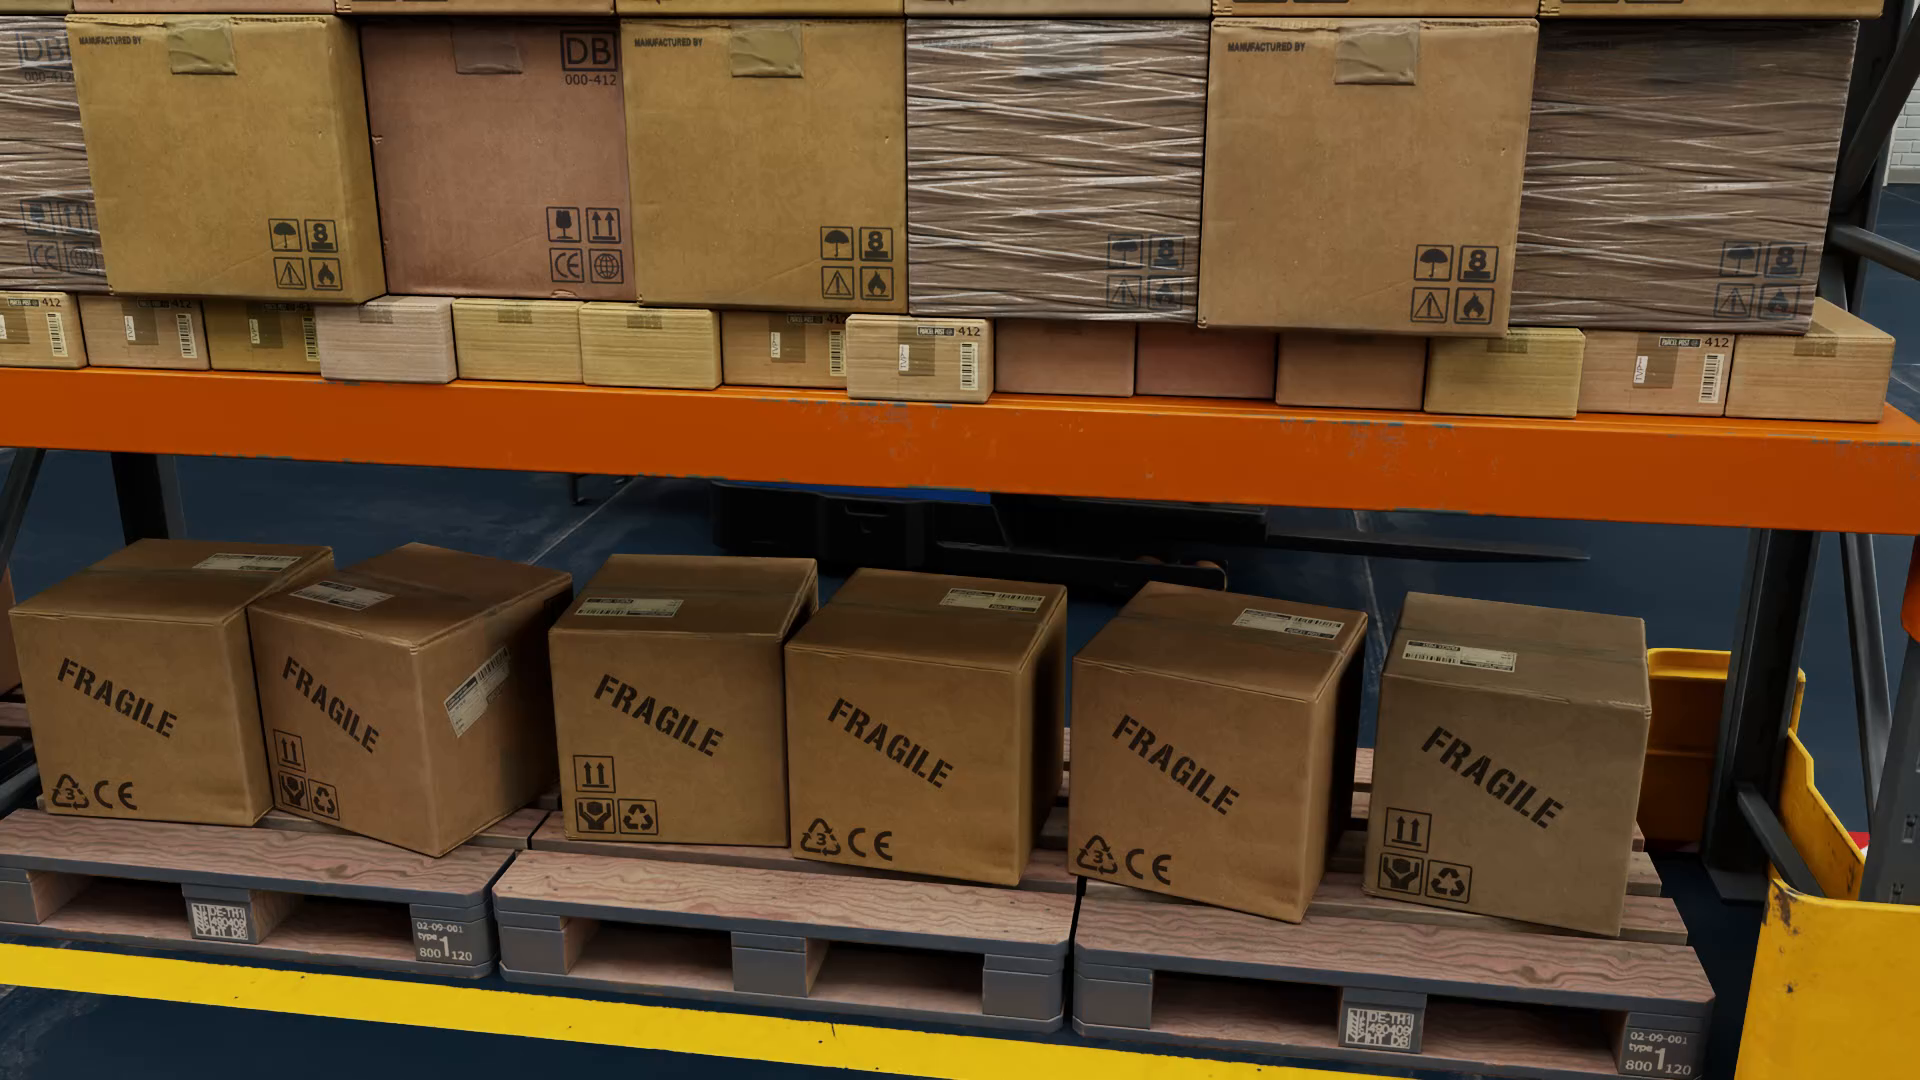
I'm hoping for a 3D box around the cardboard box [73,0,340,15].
[{"bbox_3d":[-1.287,-1.235,3.066,0.500,0.500,0.500,3,19,9],"label":"cardboard box"}]

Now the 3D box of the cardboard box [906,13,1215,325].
[{"bbox_3d":[0.226,-0.750,3.189,0.500,0.500,0.875,3,19,9],"label":"cardboard box"}]

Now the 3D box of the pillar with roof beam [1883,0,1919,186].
[{"bbox_3d":[8.816,-6.670,12.056,0.400,9.000,9.100,3,19,9],"label":"pillar with roof beam"}]

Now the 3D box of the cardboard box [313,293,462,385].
[{"bbox_3d":[-1.036,-0.420,3.227,0.250,0.149,0.380,3,19,9],"label":"cardboard box"}]

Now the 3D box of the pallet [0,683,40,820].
[{"bbox_3d":[-2.954,0.584,4.225,1.213,0.211,1.003,3,19,9],"label":"pallet"}]

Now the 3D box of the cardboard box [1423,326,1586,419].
[{"bbox_3d":[0.948,-0.338,2.983,0.250,0.149,0.380,3,19,9],"label":"cardboard box"}]

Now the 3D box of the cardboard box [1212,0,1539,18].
[{"bbox_3d":[0.687,-1.135,2.765,0.500,0.500,0.500,3,19,9],"label":"cardboard box"}]

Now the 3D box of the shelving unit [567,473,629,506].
[{"bbox_3d":[-1.157,-0.866,6.527,0.755,1.500,0.431,7,20,21],"label":"shelving unit"}]

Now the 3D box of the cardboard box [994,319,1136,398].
[{"bbox_3d":[0.213,-0.387,3.128,0.250,0.149,0.380,3,19,9],"label":"cardboard box"}]

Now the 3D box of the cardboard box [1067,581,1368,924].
[{"bbox_3d":[0.555,0.432,3.563,0.500,0.500,0.500,8,20,23],"label":"cardboard box"}]

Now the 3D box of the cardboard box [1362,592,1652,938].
[{"bbox_3d":[1.150,0.451,3.505,0.500,0.500,0.500,7,20,19],"label":"cardboard box"}]

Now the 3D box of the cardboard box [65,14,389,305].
[{"bbox_3d":[-1.263,-0.810,3.370,0.500,0.500,0.875,3,19,9],"label":"cardboard box"}]

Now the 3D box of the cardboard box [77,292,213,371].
[{"bbox_3d":[-1.525,-0.455,3.332,0.250,0.149,0.380,3,19,9],"label":"cardboard box"}]

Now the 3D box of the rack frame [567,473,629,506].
[{"bbox_3d":[-1.496,-0.910,6.660,0.023,1.500,0.400,7,20,21],"label":"rack frame"}]

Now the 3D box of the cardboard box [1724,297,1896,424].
[{"bbox_3d":[1.450,-0.329,2.955,0.250,0.149,0.380,3,19,9],"label":"cardboard box"}]

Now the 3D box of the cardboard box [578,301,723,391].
[{"bbox_3d":[-0.537,-0.404,3.180,0.250,0.149,0.380,3,19,9],"label":"cardboard box"}]

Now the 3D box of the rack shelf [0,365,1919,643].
[{"bbox_3d":[-0.210,-0.258,3.481,4.000,0.370,1.077,3,19,9],"label":"rack shelf"}]

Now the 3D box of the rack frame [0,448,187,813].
[{"bbox_3d":[-2.185,-0.700,3.667,0.127,3.000,1.000,3,19,9],"label":"rack frame"}]

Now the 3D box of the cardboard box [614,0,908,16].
[{"bbox_3d":[-0.298,-1.188,2.925,0.500,0.500,0.500,3,19,9],"label":"cardboard box"}]

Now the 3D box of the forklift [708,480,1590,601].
[{"bbox_3d":[0.668,-1.338,5.682,3.031,2.935,1.130,5,19,14],"label":"forklift"}]

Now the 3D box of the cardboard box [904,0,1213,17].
[{"bbox_3d":[0.194,-1.161,2.843,0.500,0.500,0.500,3,19,9],"label":"cardboard box"}]

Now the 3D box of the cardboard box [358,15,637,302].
[{"bbox_3d":[-0.753,-0.816,3.389,0.500,0.500,0.875,3,19,9],"label":"cardboard box"}]

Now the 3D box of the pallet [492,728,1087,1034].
[{"bbox_3d":[-0.308,0.706,3.860,1.213,0.211,1.003,3,19,9],"label":"pallet"}]

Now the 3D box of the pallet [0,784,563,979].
[{"bbox_3d":[-1.516,0.645,4.042,1.213,0.211,1.003,3,19,9],"label":"pallet"}]

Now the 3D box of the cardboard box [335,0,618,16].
[{"bbox_3d":[-0.794,-1.210,2.990,0.500,0.500,0.500,3,19,9],"label":"cardboard box"}]

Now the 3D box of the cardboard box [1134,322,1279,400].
[{"bbox_3d":[0.464,-0.381,3.111,0.250,0.149,0.380,3,19,9],"label":"cardboard box"}]

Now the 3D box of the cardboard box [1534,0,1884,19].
[{"bbox_3d":[1.182,-1.111,2.695,0.500,0.500,0.500,3,19,9],"label":"cardboard box"}]

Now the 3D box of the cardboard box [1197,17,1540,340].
[{"bbox_3d":[0.713,-0.711,3.074,0.500,0.500,0.875,3,19,9],"label":"cardboard box"}]

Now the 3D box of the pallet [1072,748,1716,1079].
[{"bbox_3d":[0.893,0.768,3.675,1.213,0.211,1.003,3,19,9],"label":"pallet"}]

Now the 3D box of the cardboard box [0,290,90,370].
[{"bbox_3d":[-1.776,-0.459,3.343,0.250,0.149,0.380,3,19,9],"label":"cardboard box"}]

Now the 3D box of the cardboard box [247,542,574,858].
[{"bbox_3d":[-1.230,0.346,3.821,0.500,0.500,0.500,9,21,26],"label":"cardboard box"}]

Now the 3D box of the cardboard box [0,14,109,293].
[{"bbox_3d":[-1.751,-0.846,3.479,0.500,0.500,0.875,3,19,9],"label":"cardboard box"}]

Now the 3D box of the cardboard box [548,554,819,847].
[{"bbox_3d":[-0.604,0.352,3.801,0.500,0.500,0.500,1,19,4],"label":"cardboard box"}]

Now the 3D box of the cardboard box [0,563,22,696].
[{"bbox_3d":[-2.788,0.239,4.107,0.500,0.500,0.700,1,19,4],"label":"cardboard box"}]

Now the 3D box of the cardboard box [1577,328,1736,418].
[{"bbox_3d":[1.203,-0.342,2.993,0.250,0.149,0.380,3,19,9],"label":"cardboard box"}]

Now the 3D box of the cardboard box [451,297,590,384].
[{"bbox_3d":[-0.783,-0.420,3.228,0.250,0.149,0.380,3,19,9],"label":"cardboard box"}]

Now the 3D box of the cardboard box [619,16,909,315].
[{"bbox_3d":[-0.266,-0.778,3.276,0.500,0.500,0.875,3,19,9],"label":"cardboard box"}]

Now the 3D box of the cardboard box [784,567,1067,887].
[{"bbox_3d":[-0.060,0.394,3.675,0.500,0.500,0.500,5,19,14],"label":"cardboard box"}]

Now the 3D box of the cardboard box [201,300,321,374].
[{"bbox_3d":[-1.276,-0.445,3.303,0.250,0.149,0.380,3,19,9],"label":"cardboard box"}]

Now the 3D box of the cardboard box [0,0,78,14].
[{"bbox_3d":[-1.781,-1.260,3.140,0.500,0.500,0.500,3,19,9],"label":"cardboard box"}]

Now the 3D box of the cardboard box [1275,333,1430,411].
[{"bbox_3d":[0.704,-0.356,3.035,0.250,0.149,0.380,3,19,9],"label":"cardboard box"}]

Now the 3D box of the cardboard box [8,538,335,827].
[{"bbox_3d":[-1.797,0.319,3.900,0.500,0.500,0.500,2,19,7],"label":"cardboard box"}]

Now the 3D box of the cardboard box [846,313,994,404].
[{"bbox_3d":[-0.048,-0.372,3.082,0.250,0.149,0.380,3,19,9],"label":"cardboard box"}]

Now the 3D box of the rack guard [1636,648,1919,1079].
[{"bbox_3d":[1.689,0.683,3.474,0.348,0.500,1.175,3,19,9],"label":"rack guard"}]

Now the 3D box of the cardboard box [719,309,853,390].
[{"bbox_3d":[-0.283,-0.406,3.185,0.250,0.149,0.380,3,19,9],"label":"cardboard box"}]

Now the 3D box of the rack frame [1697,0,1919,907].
[{"bbox_3d":[1.764,-0.498,3.066,0.127,3.000,1.000,3,19,9],"label":"rack frame"}]

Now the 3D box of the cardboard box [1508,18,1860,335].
[{"bbox_3d":[1.226,-0.723,3.111,0.500,0.500,0.875,3,19,9],"label":"cardboard box"}]
